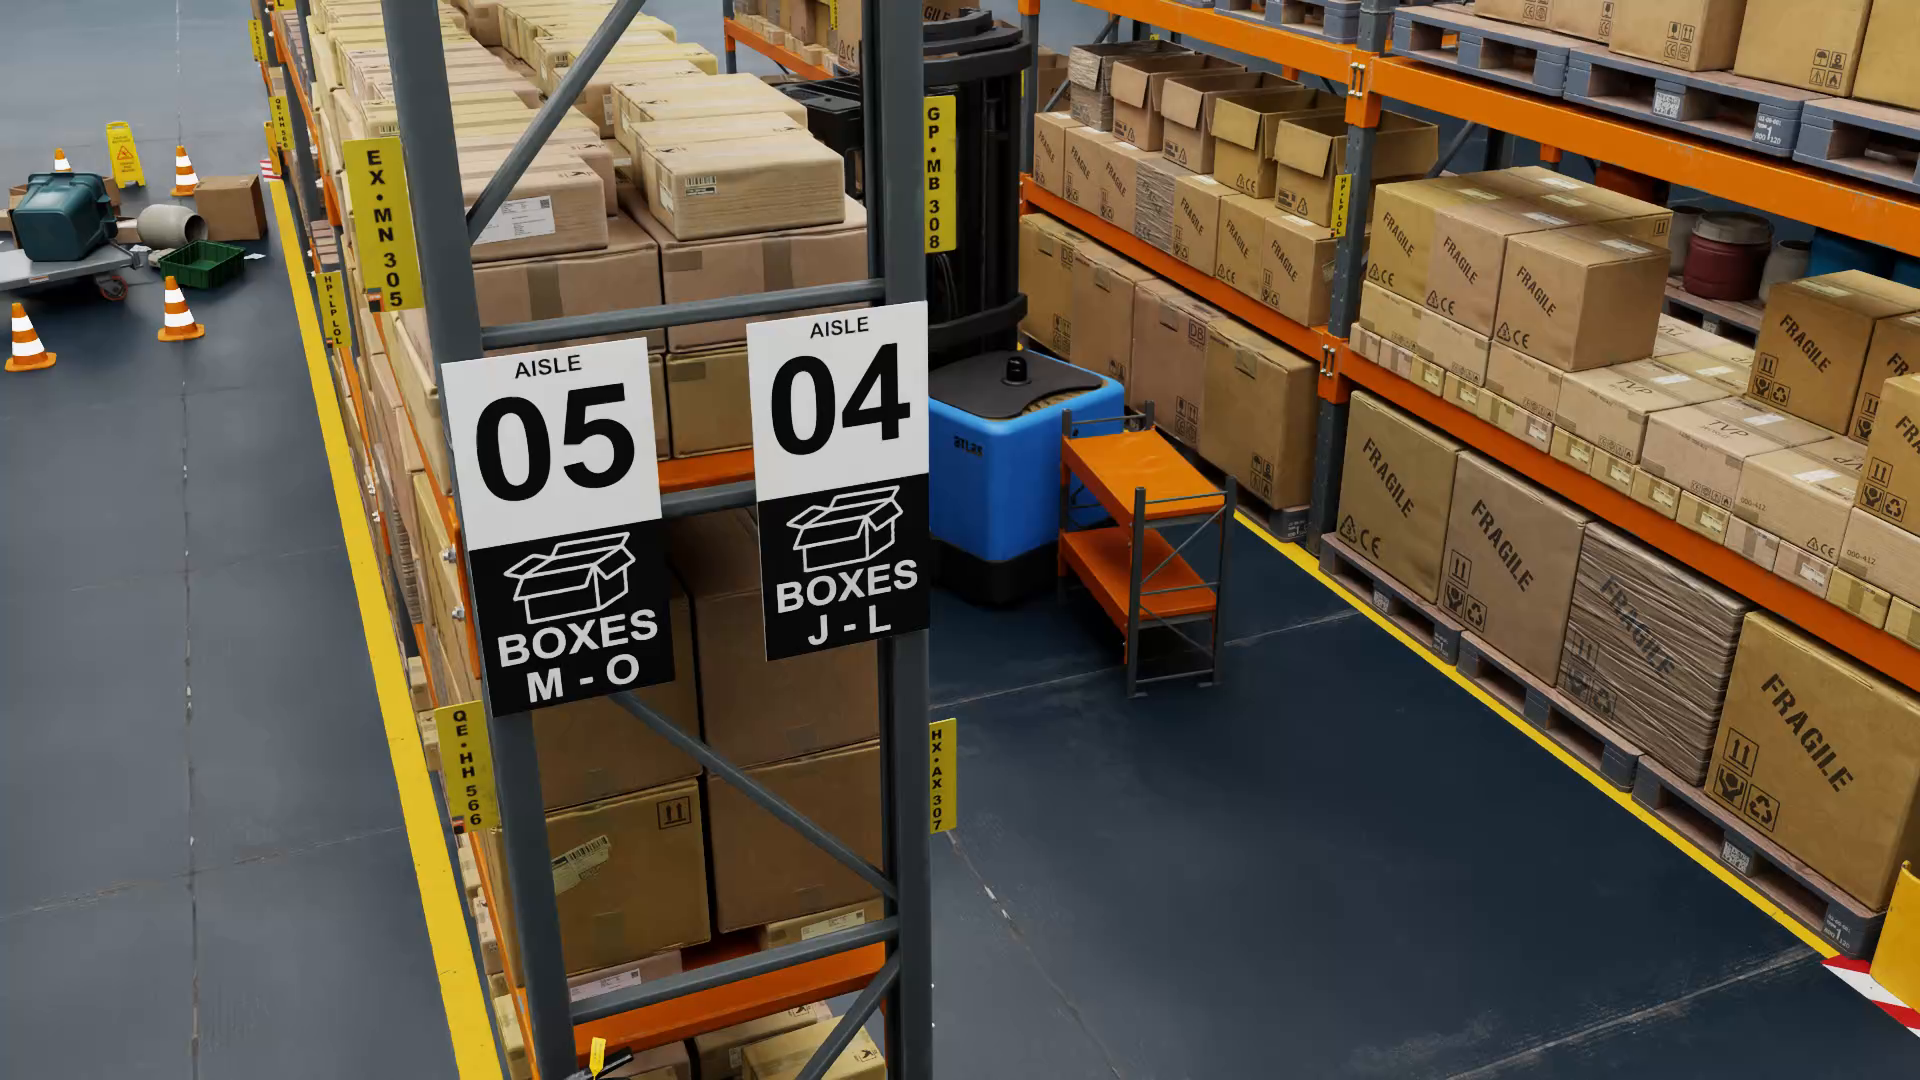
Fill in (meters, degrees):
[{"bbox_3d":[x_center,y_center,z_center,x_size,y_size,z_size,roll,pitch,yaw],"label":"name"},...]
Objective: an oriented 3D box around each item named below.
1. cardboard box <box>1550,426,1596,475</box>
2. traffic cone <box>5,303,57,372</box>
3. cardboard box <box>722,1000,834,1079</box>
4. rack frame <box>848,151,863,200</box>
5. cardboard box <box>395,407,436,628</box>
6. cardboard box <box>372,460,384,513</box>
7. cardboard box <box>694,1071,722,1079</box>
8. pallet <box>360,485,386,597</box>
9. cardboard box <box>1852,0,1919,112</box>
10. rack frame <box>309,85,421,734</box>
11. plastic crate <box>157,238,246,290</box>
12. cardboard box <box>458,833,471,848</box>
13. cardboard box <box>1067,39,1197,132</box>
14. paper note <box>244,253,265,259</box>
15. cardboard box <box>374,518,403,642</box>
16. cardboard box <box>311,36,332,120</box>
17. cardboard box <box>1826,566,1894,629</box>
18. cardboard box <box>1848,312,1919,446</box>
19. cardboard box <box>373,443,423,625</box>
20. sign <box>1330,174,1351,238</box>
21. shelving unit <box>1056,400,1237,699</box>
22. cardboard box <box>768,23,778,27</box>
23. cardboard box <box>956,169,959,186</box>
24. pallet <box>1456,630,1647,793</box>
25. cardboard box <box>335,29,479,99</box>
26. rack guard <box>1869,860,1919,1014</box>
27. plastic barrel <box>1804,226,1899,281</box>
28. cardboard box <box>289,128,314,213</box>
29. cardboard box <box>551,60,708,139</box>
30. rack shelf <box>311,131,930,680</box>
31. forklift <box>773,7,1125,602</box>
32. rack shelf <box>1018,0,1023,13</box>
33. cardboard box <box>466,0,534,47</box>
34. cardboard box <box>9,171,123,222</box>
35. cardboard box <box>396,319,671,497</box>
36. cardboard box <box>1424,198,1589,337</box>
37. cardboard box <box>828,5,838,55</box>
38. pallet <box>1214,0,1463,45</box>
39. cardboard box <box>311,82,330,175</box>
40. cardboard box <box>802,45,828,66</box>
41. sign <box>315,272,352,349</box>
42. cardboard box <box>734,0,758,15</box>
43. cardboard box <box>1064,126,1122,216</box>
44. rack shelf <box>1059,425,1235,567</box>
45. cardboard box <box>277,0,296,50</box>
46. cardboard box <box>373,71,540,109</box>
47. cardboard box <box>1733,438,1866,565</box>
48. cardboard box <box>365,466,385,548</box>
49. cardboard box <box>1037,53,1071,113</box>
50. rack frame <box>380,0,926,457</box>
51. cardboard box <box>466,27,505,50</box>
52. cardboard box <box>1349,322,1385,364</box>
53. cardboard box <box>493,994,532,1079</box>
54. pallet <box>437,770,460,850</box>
[{"bbox_3d":[2.903,-0.434,7.506,0.380,0.149,0.250,-11,28,-22],"label":"cardboard box"},{"bbox_3d":[-6.962,-1.534,12.364,0.336,0.463,0.334,-11,28,-21],"label":"traffic cone"},{"bbox_3d":[-0.580,1.657,5.369,0.380,0.149,0.250,-11,28,-21],"label":"cardboard box"},{"bbox_3d":[-0.651,-4.582,15.715,1.000,3.000,0.127,-11,28,-21],"label":"rack frame"},{"bbox_3d":[-1.374,-0.109,4.961,0.500,0.500,0.500,-9,27,-18],"label":"cardboard box"},{"bbox_3d":[-2.312,-0.257,7.145,0.380,0.149,0.250,-10,28,-19],"label":"cardboard box"},{"bbox_3d":[-0.644,1.808,5.398,0.380,0.149,0.250,-11,28,-21],"label":"cardboard box"},{"bbox_3d":[-2.910,-0.095,9.704,1.003,0.211,1.213,-11,28,-21],"label":"pallet"},{"bbox_3d":[3.686,-1.813,5.918,0.700,0.500,0.500,-12,28,-22],"label":"cardboard box"},{"bbox_3d":[-2.122,-0.541,7.439,1.000,3.000,0.127,-11,28,-21],"label":"rack frame"},{"bbox_3d":[-6.528,-2.378,14.341,0.450,0.188,0.662,12,27,2],"label":"plastic crate"},{"bbox_3d":[-1.734,1.135,6.437,0.380,0.149,0.250,-11,28,-21],"label":"cardboard box"},{"bbox_3d":[1.187,-3.165,11.556,0.797,0.503,0.637,-10,28,-19],"label":"cardboard box"},{"bbox_3d":[-6.351,-2.552,14.942,0.142,0.020,0.147,13,29,24],"label":"paper note"},{"bbox_3d":[-2.643,0.138,8.418,0.500,0.500,0.500,-11,28,-22],"label":"cardboard box"},{"bbox_3d":[-1.963,-1.608,5.808,0.500,0.250,0.500,-11,28,-21],"label":"cardboard box"},{"bbox_3d":[3.502,0.184,6.241,0.380,0.149,0.250,-10,28,-20],"label":"cardboard box"},{"bbox_3d":[3.913,-0.583,6.502,0.500,0.500,0.500,-11,28,-22],"label":"cardboard box"},{"bbox_3d":[-1.795,-0.068,6.018,0.500,0.500,0.500,-11,28,-22],"label":"cardboard box"},{"bbox_3d":[1.986,-1.740,8.665,0.100,0.325,0.005,-11,28,-21],"label":"sign"},{"bbox_3d":[0.911,0.024,8.419,0.538,1.125,1.048,-7,27,-14],"label":"shelving unit"},{"bbox_3d":[-1.830,-5.424,17.727,0.380,0.149,0.250,-11,28,-21],"label":"cardboard box"},{"bbox_3d":[-0.042,-2.983,14.789,0.700,0.500,0.500,-13,29,-25],"label":"cardboard box"},{"bbox_3d":[3.189,0.715,8.046,1.003,0.211,1.213,-11,28,-21],"label":"pallet"},{"bbox_3d":[-1.646,-1.424,4.975,0.380,0.149,0.250,-11,28,-22],"label":"cardboard box"},{"bbox_3d":[4.057,1.396,6.322,1.175,0.500,0.348,-11,28,-21],"label":"rack guard"},{"bbox_3d":[6.564,-1.957,12.253,0.600,0.901,0.708,-11,28,-21],"label":"plastic barrel"},{"bbox_3d":[-4.306,-2.538,11.415,0.500,0.500,0.500,-11,28,-21],"label":"cardboard box"},{"bbox_3d":[-0.888,-1.192,4.501,0.380,0.149,0.250,-10,28,-19],"label":"cardboard box"},{"bbox_3d":[-1.339,-0.758,5.285,1.077,0.370,4.000,-11,28,-21],"label":"rack shelf"},{"bbox_3d":[-0.450,-1.544,9.571,1.130,2.935,3.031,-22,34,-38],"label":"forklift"},{"bbox_3d":[0.132,-4.799,13.562,1.077,0.370,4.000,-11,28,-21],"label":"rack shelf"},{"bbox_3d":[-1.506,-1.823,5.793,0.380,0.149,0.250,-10,28,-19],"label":"cardboard box"},{"bbox_3d":[-8.319,-3.098,15.522,0.637,0.503,0.797,13,29,24],"label":"cardboard box"},{"bbox_3d":[-0.977,-0.345,3.789,0.500,0.250,0.500,-11,28,-22],"label":"cardboard box"},{"bbox_3d":[2.620,-1.318,8.008,0.500,0.500,0.500,-11,28,-21],"label":"cardboard box"},{"bbox_3d":[-0.771,-4.953,16.022,0.875,0.500,0.500,-11,28,-21],"label":"cardboard box"},{"bbox_3d":[2.077,-2.976,9.225,0.805,0.209,1.217,-12,28,-23],"label":"pallet"},{"bbox_3d":[-2.183,-1.589,6.338,0.500,0.250,0.500,-9,27,-18],"label":"cardboard box"},{"bbox_3d":[-1.338,-4.801,16.450,0.380,0.149,0.250,-11,28,-21],"label":"cardboard box"},{"bbox_3d":[-2.631,-0.964,6.987,0.100,0.325,0.005,-11,28,-21],"label":"sign"},{"bbox_3d":[-2.028,-6.149,18.471,0.875,0.500,0.500,-11,28,-21],"label":"cardboard box"},{"bbox_3d":[1.059,-2.561,11.463,0.500,0.500,0.500,-11,28,-22],"label":"cardboard box"},{"bbox_3d":[0.911,-0.239,8.291,0.538,0.278,1.000,-7,27,-14],"label":"rack shelf"},{"bbox_3d":[-3.306,-2.871,8.678,0.500,0.500,0.500,-11,28,-21],"label":"cardboard box"},{"bbox_3d":[-1.310,-1.115,4.342,0.380,0.149,0.250,-11,28,-22],"label":"cardboard box"},{"bbox_3d":[3.416,-0.159,6.488,0.500,0.250,0.500,-11,28,-21],"label":"cardboard box"},{"bbox_3d":[-2.646,-0.200,8.257,0.500,0.250,0.500,-11,28,-22],"label":"cardboard box"},{"bbox_3d":[0.667,-3.412,12.726,0.500,0.500,0.500,-14,29,-27],"label":"cardboard box"},{"bbox_3d":[-0.555,-1.622,2.815,1.000,3.000,0.127,-11,28,-21],"label":"rack frame"},{"bbox_3d":[-1.514,-1.691,5.977,0.500,0.250,0.500,-12,28,-23],"label":"cardboard box"},{"bbox_3d":[2.291,-1.063,8.794,0.380,0.149,0.250,-11,28,-20],"label":"cardboard box"},{"bbox_3d":[-1.260,1.535,5.280,0.380,0.149,0.250,-11,28,-22],"label":"cardboard box"},{"bbox_3d":[-1.826,0.977,7.508,1.003,0.211,1.213,-11,28,-21],"label":"pallet"}]
